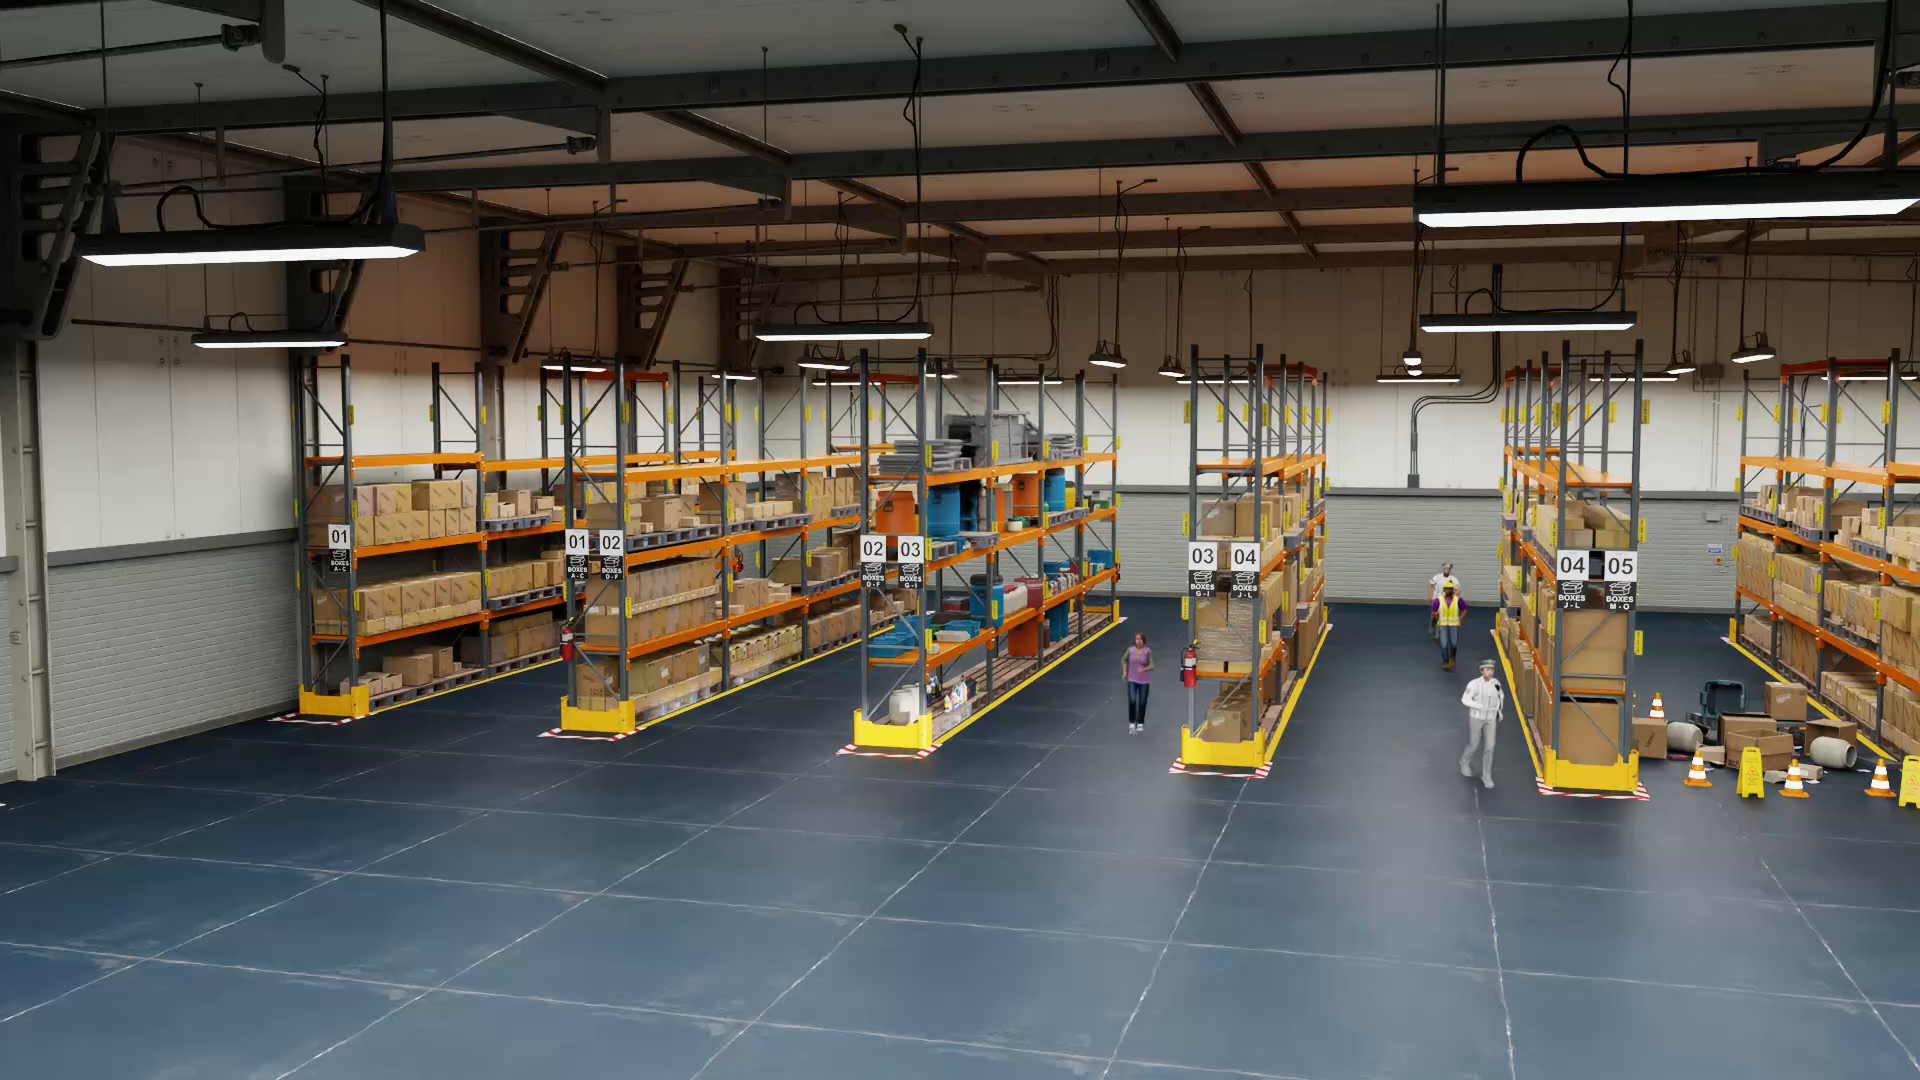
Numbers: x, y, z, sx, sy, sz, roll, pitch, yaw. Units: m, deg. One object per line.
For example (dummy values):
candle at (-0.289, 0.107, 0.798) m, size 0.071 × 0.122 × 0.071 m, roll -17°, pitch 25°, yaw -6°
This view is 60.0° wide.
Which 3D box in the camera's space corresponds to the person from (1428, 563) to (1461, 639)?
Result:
person at (10.826, 1.356, 37.200) m, size 0.707 × 1.719 × 0.525 m, roll 1°, pitch 5°, yaw 18°

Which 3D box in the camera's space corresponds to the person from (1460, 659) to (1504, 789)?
person at (7.139, 2.459, 22.662) m, size 0.634 × 1.714 × 0.825 m, roll 0°, pitch 4°, yaw -2°

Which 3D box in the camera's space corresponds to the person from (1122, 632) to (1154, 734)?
person at (2.755, 2.222, 25.798) m, size 0.506 × 1.586 × 0.644 m, roll 0°, pitch 4°, yaw 6°

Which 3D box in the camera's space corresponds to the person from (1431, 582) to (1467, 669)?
person at (9.583, 1.686, 32.620) m, size 0.688 × 1.721 × 0.582 m, roll 1°, pitch 4°, yaw 16°
